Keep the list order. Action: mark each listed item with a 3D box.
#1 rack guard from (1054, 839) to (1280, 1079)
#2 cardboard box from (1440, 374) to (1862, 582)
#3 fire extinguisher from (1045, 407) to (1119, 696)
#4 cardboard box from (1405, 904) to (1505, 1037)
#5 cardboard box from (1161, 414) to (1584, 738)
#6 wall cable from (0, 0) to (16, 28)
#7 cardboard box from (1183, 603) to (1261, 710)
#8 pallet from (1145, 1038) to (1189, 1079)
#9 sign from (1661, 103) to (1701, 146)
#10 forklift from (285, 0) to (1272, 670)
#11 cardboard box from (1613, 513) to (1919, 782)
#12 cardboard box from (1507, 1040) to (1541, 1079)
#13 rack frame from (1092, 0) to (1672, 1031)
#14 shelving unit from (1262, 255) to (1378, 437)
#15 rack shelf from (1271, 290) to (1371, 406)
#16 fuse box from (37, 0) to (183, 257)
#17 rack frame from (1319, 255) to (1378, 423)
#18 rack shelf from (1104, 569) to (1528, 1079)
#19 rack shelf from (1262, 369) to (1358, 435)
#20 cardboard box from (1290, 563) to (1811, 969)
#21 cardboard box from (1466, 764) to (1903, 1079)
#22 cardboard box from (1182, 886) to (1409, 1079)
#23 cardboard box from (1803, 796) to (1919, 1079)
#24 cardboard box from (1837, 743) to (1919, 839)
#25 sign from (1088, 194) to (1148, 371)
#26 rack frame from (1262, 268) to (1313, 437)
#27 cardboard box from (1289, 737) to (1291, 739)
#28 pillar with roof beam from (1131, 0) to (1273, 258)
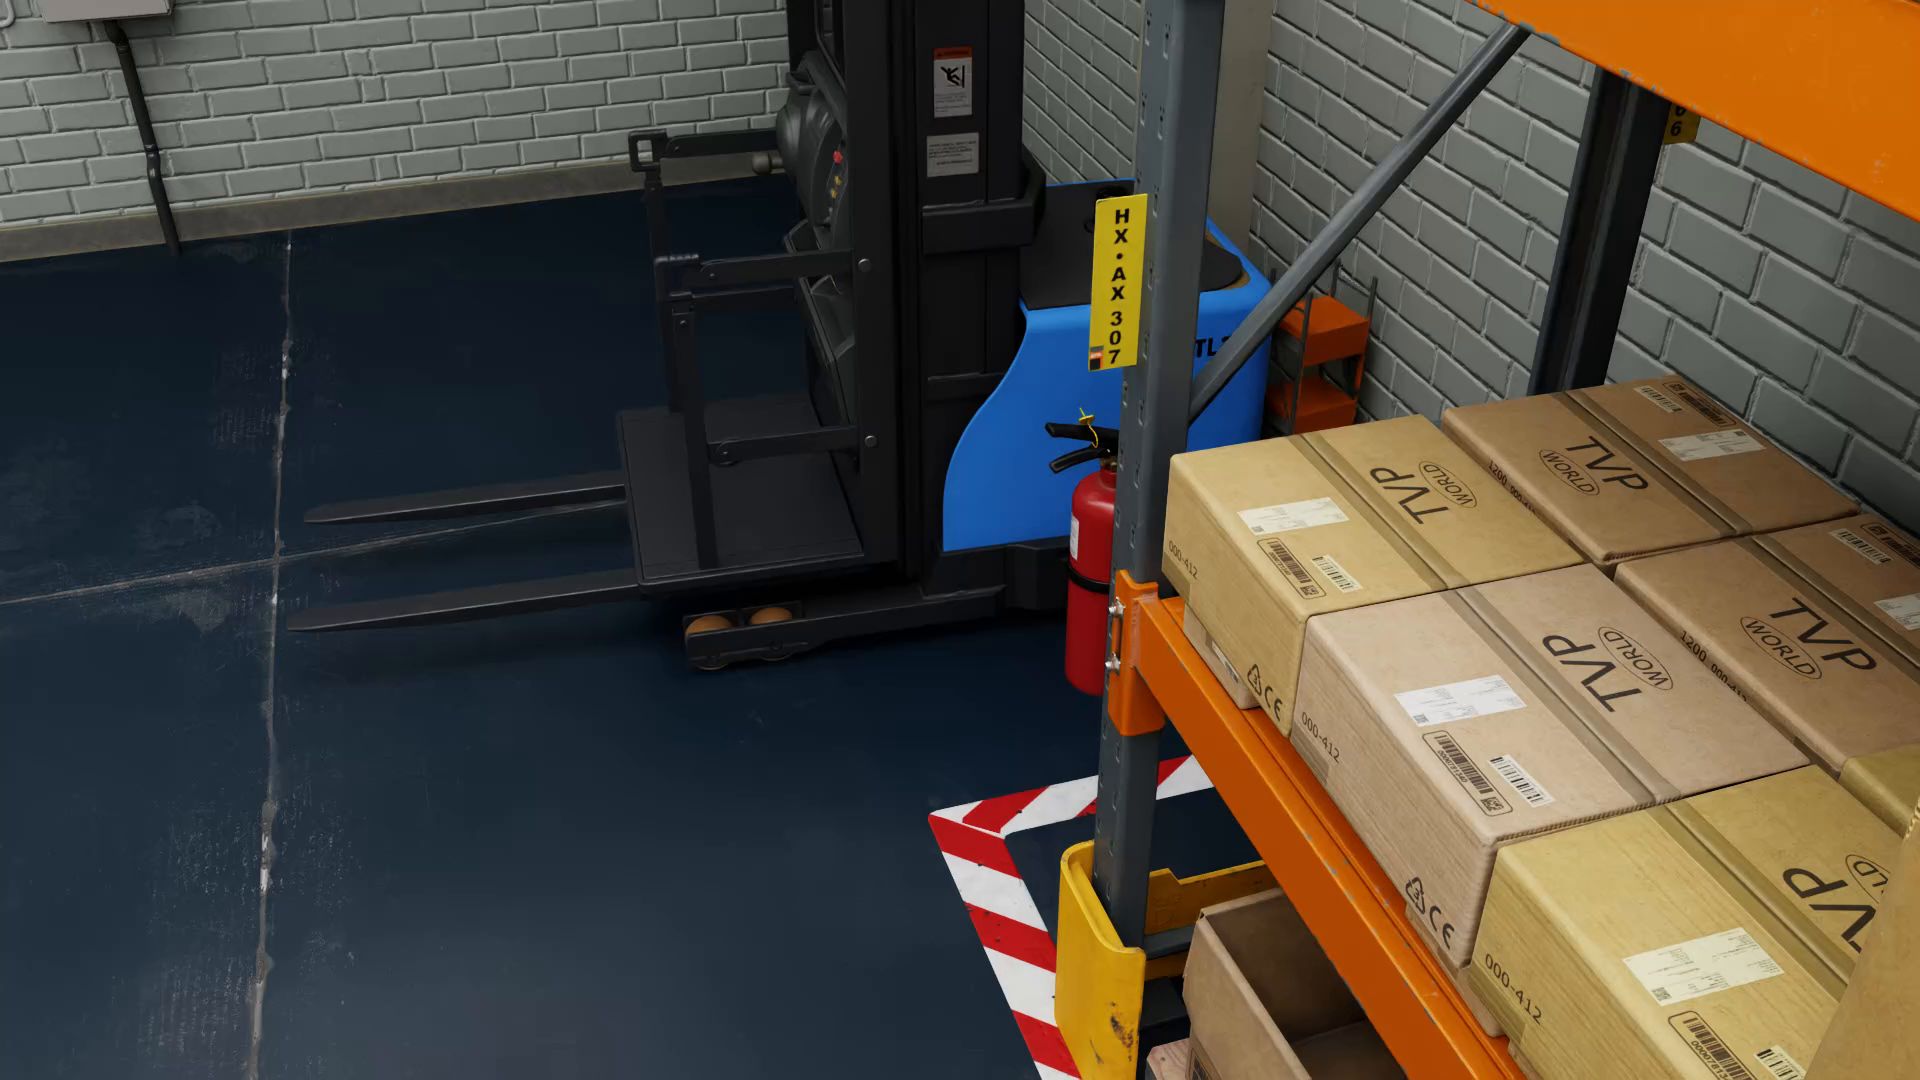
[{"bbox_3d":[0.819,0.904,3.929,1.175,0.500,0.348,-10,35,-15],"label":"rack guard"},{"bbox_3d":[1.189,-0.044,2.961,0.500,0.250,0.500,-9,35,-13],"label":"cardboard box"},{"bbox_3d":[0.311,0.009,3.423,0.296,0.674,0.183,-10,35,-15],"label":"fire extinguisher"},{"bbox_3d":[0.889,0.546,2.431,0.380,0.149,0.250,-9,34,-13],"label":"cardboard box"},{"bbox_3d":[0.678,0.043,2.830,0.500,0.250,0.500,-10,35,-14],"label":"cardboard box"},{"bbox_3d":[-4.325,-2.967,6.598,0.588,1.984,0.122,-10,35,-15],"label":"wall cable"},{"bbox_3d":[0.635,0.145,3.038,0.380,0.149,0.250,-10,35,-15],"label":"cardboard box"},{"bbox_3d":[1.063,1.443,3.375,1.003,0.211,1.213,-10,35,-15],"label":"pallet"},{"bbox_3d":[1.331,-0.877,3.019,0.100,0.325,0.005,-10,35,-15],"label":"sign"},{"bbox_3d":[-0.610,-1.143,4.821,3.031,2.935,1.130,-7,34,-11],"label":"forklift"},{"bbox_3d":[1.345,0.227,2.551,0.500,0.250,0.500,-10,35,-15],"label":"cardboard box"},{"bbox_3d":[0.975,0.684,2.222,0.380,0.149,0.250,-9,35,-14],"label":"cardboard box"},{"bbox_3d":[0.796,-0.179,3.300,1.000,3.000,0.127,-10,35,-15],"label":"rack frame"},{"bbox_3d":[1.107,-0.377,5.365,0.252,1.050,0.215,-15,37,-22],"label":"shelving unit"},{"bbox_3d":[1.110,-0.605,5.214,0.240,0.259,0.215,-15,37,-22],"label":"rack shelf"},{"bbox_3d":[-3.627,-2.038,7.282,0.539,1.711,0.414,-10,35,-15],"label":"fuse box"},{"bbox_3d":[1.216,-0.407,5.411,0.008,1.050,0.200,-15,37,-22],"label":"rack frame"},{"bbox_3d":[1.406,1.171,1.909,1.077,0.370,4.000,-10,35,-15],"label":"rack shelf"},{"bbox_3d":[1.107,-0.369,5.371,0.240,0.259,0.215,-15,37,-22],"label":"rack shelf"},{"bbox_3d":[0.832,0.308,2.430,0.500,0.250,0.500,-10,35,-14],"label":"cardboard box"},{"bbox_3d":[0.990,0.573,2.028,0.500,0.250,0.500,-11,35,-16],"label":"cardboard box"},{"bbox_3d":[0.892,1.024,3.362,0.797,0.503,0.637,-11,35,-17],"label":"cardboard box"},{"bbox_3d":[1.136,0.518,1.432,0.500,0.500,0.500,-9,35,-14],"label":"cardboard box"},{"bbox_3d":[1.492,0.488,2.157,0.500,0.250,0.500,-9,34,-13],"label":"cardboard box"},{"bbox_3d":[0.279,-0.449,2.923,0.100,0.325,0.005,-10,35,-15],"label":"sign"},{"bbox_3d":[0.998,-0.348,5.319,0.008,1.050,0.200,-15,37,-22],"label":"rack frame"},{"bbox_3d":[0.757,0.270,2.848,0.380,0.149,0.250,-9,35,-14],"label":"cardboard box"},{"bbox_3d":[-3.268,-3.525,2.922,9.100,9.000,0.400,-10,35,-15],"label":"pillar with roof beam"}]
